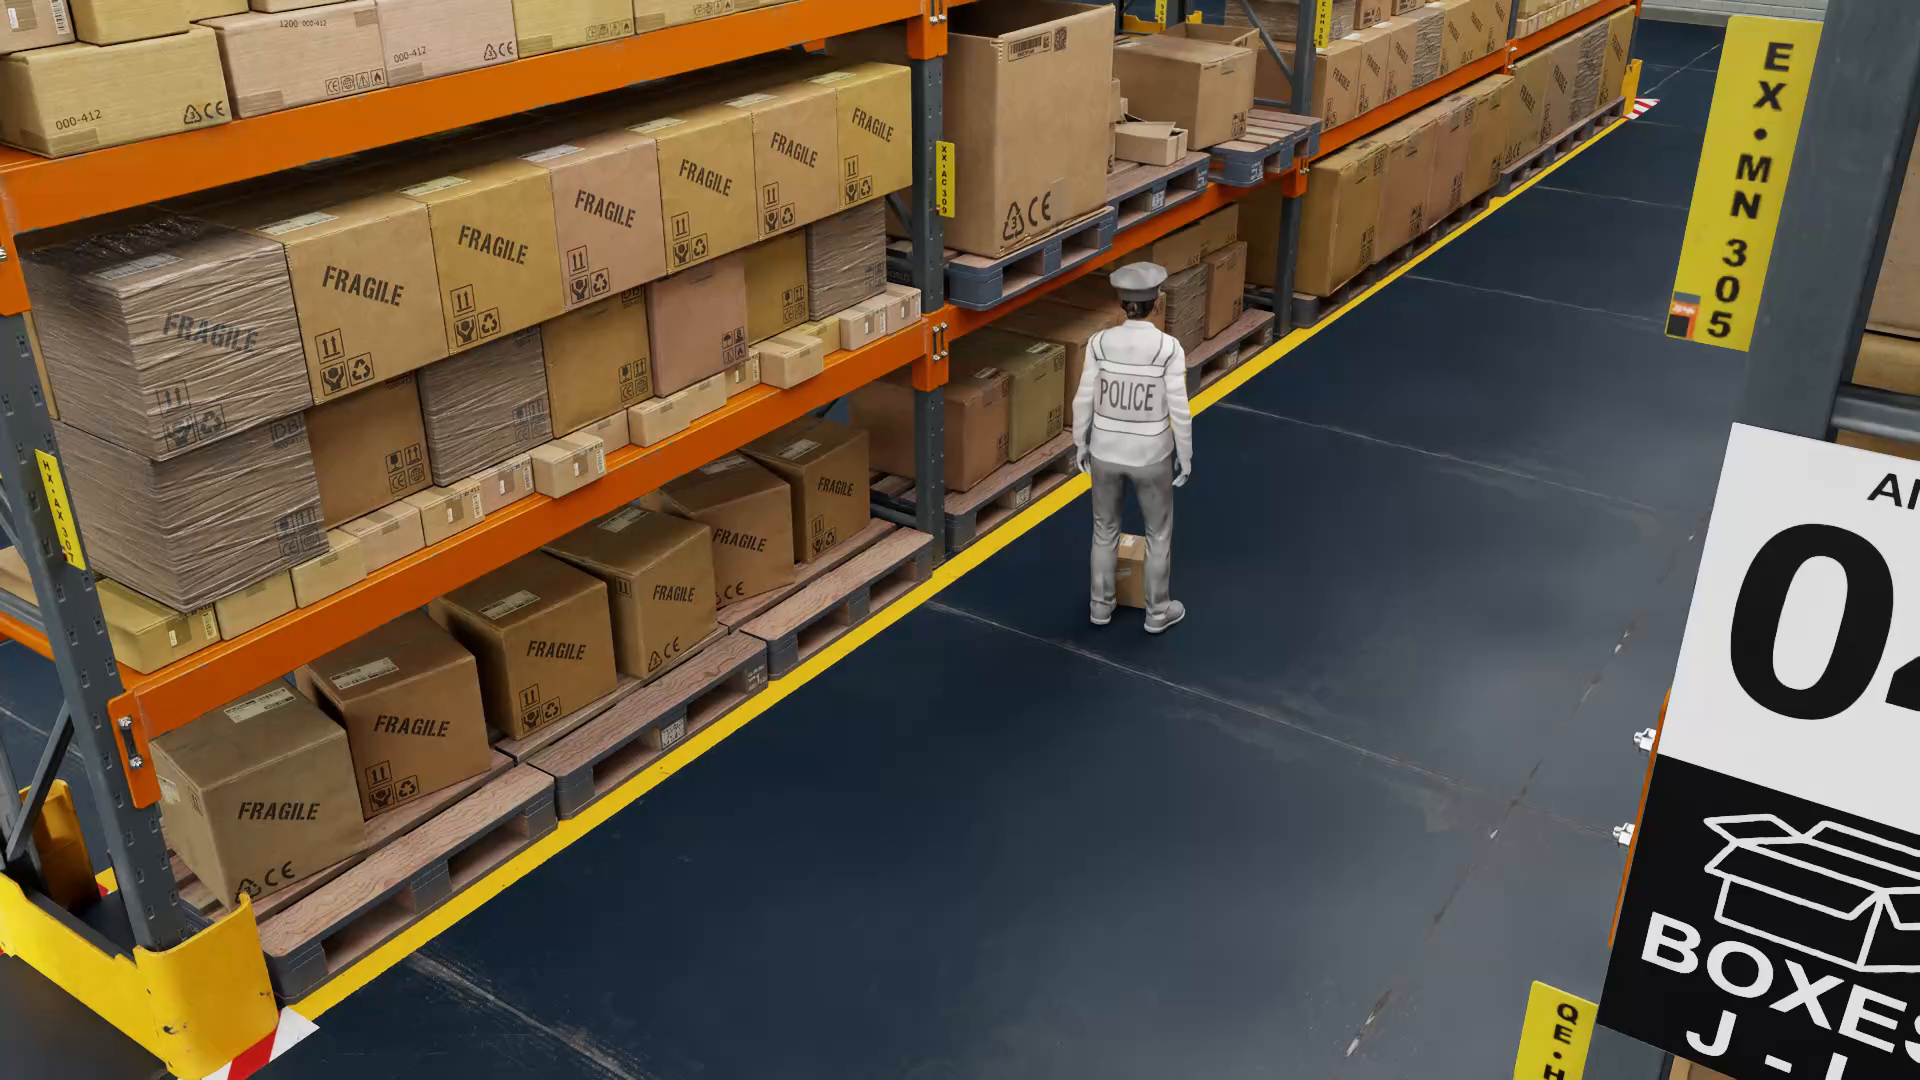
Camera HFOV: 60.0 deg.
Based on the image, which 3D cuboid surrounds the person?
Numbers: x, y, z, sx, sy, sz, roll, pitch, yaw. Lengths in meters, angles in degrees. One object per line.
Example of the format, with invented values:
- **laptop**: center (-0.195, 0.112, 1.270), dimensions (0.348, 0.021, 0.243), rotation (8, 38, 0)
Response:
- **person**: center (0.759, -0.378, 7.353), dimensions (0.538, 1.663, 0.378), rotation (9, 29, 17)
